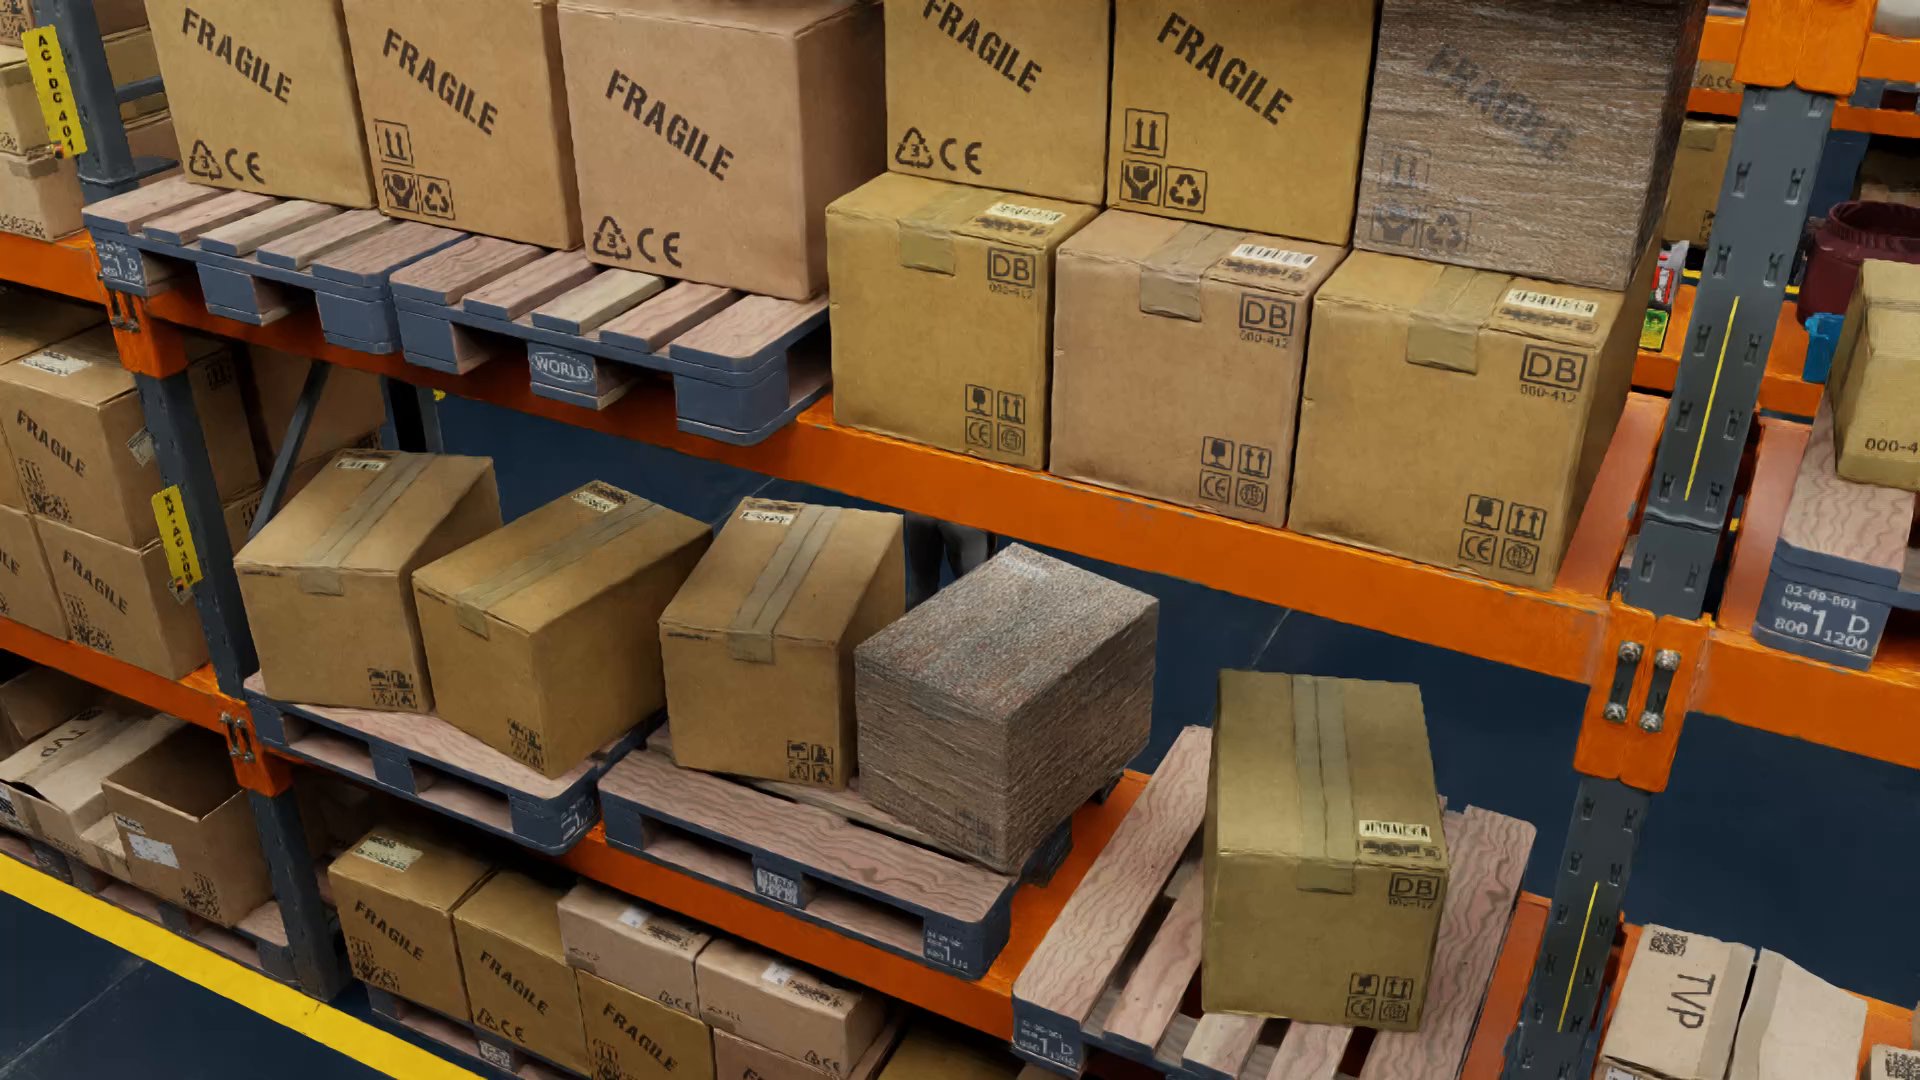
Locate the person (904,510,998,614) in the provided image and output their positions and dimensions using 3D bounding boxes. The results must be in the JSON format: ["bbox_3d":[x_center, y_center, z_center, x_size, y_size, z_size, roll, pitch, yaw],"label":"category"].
[{"bbox_3d":[-0.034,-0.115,7.267,0.493,1.686,0.361,12,32,19],"label":"person"}]
